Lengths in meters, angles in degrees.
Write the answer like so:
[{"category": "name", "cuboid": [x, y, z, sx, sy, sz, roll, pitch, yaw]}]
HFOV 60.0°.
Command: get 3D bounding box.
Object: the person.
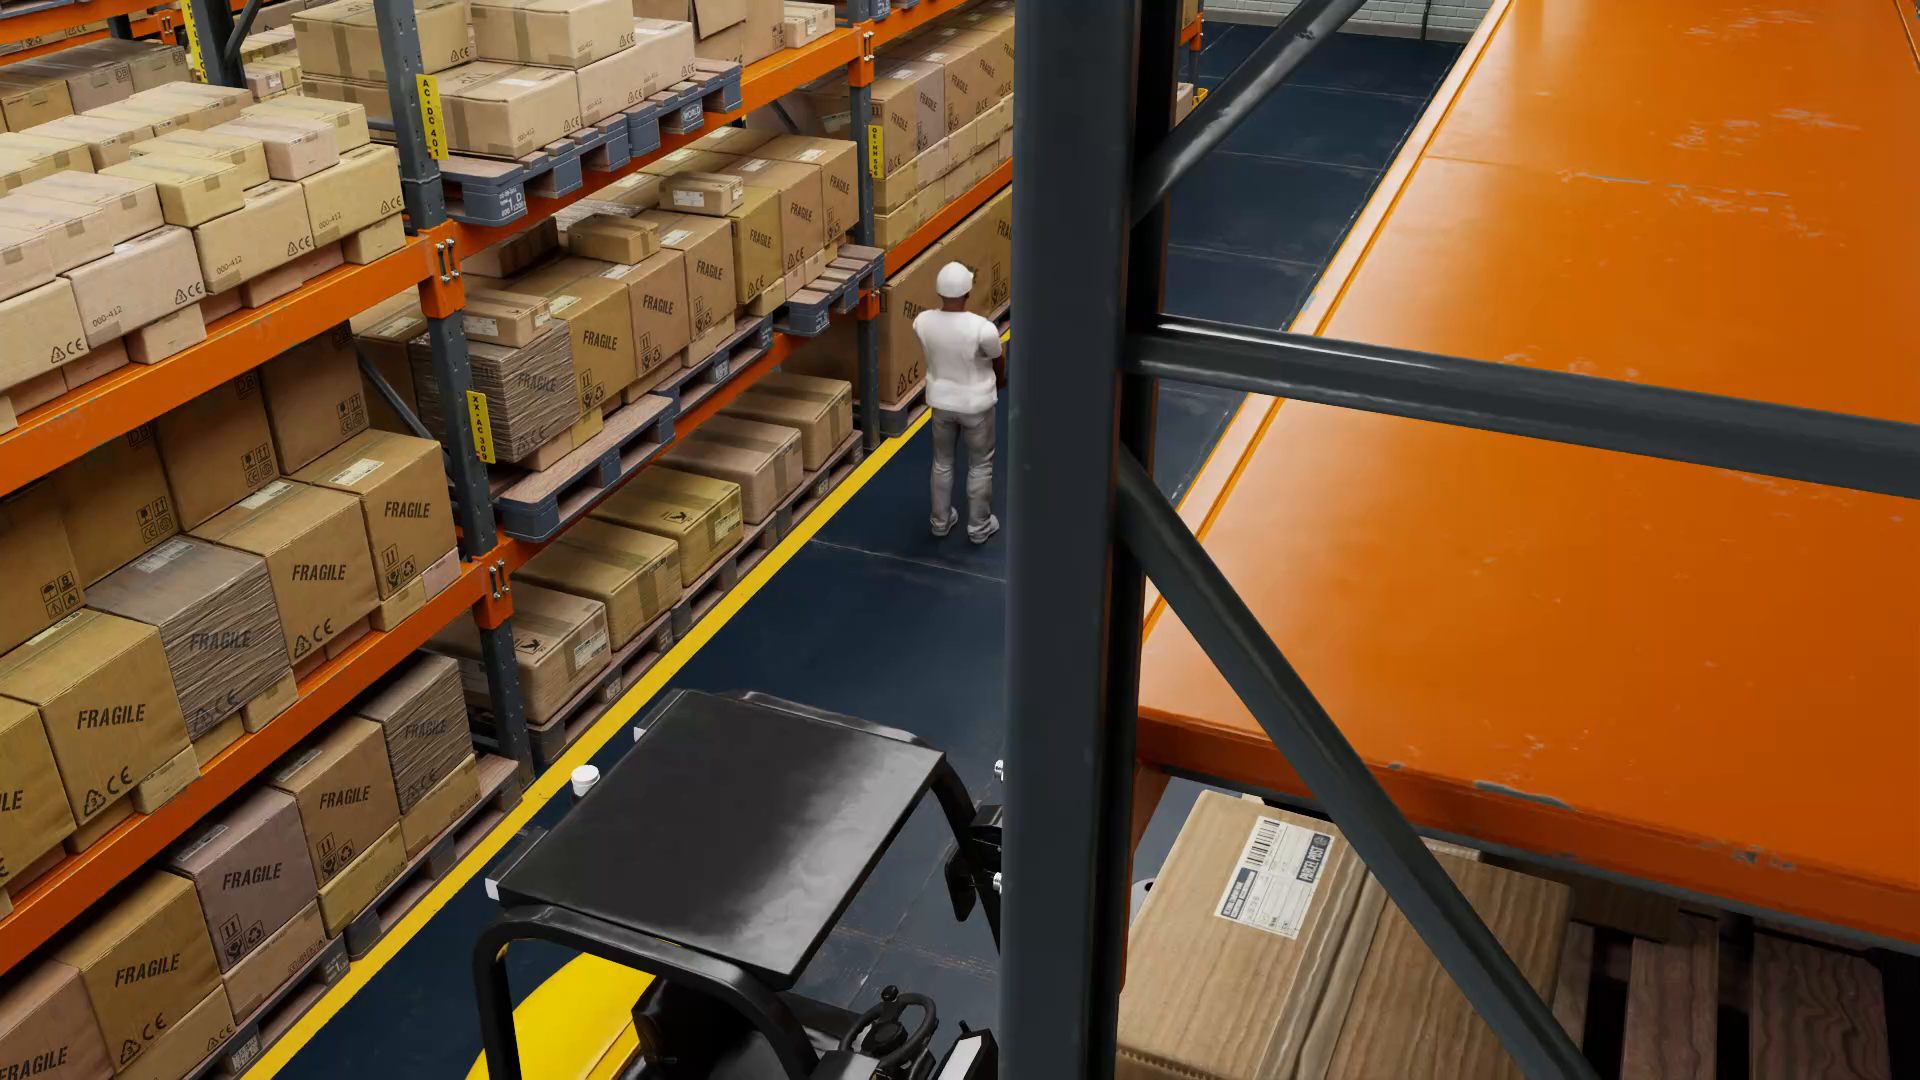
[{"category": "person", "cuboid": [0.031, -0.856, 9.896, 0.504, 1.760, 0.586, 11, 31, 19]}]
